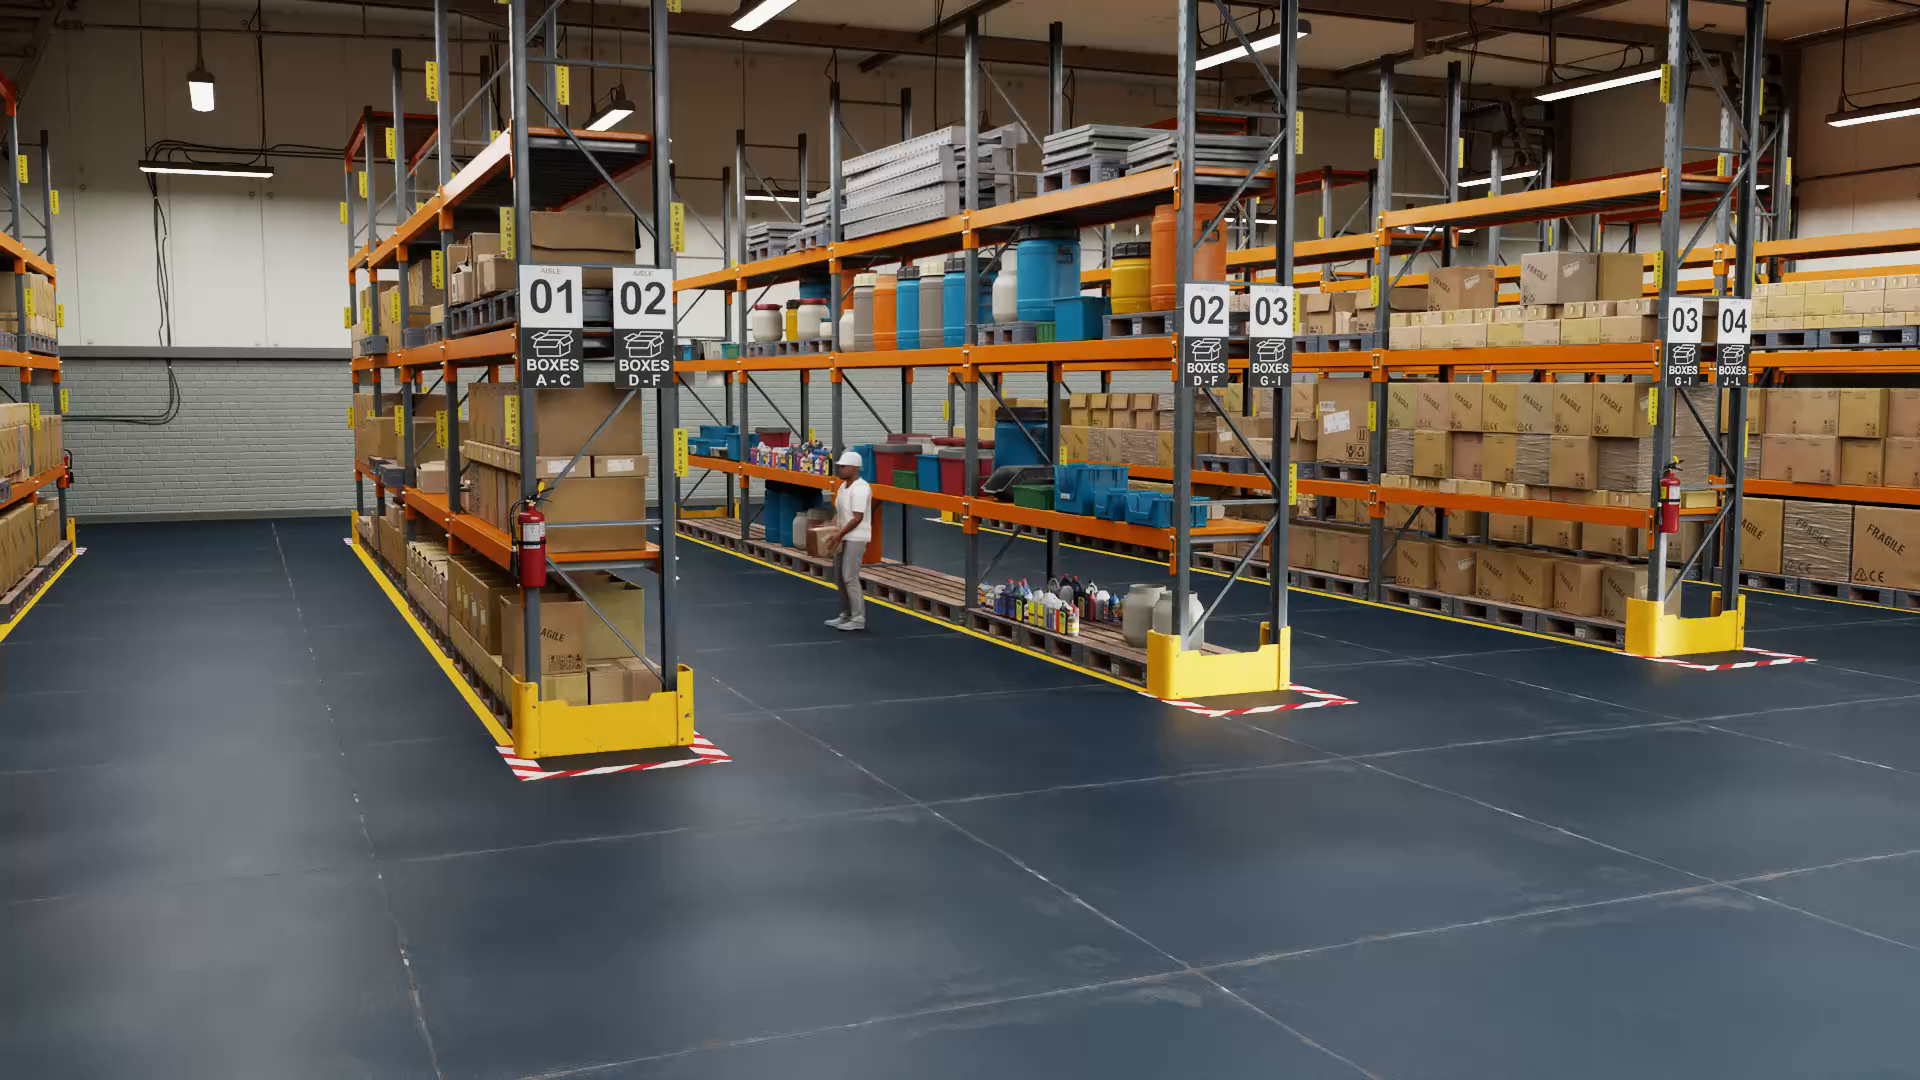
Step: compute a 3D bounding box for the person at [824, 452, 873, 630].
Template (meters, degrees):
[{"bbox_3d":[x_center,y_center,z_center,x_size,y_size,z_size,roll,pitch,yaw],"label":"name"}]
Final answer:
[{"bbox_3d":[-1.143,0.007,16.556,0.509,1.768,0.562,-2,6,-24],"label":"person"}]
